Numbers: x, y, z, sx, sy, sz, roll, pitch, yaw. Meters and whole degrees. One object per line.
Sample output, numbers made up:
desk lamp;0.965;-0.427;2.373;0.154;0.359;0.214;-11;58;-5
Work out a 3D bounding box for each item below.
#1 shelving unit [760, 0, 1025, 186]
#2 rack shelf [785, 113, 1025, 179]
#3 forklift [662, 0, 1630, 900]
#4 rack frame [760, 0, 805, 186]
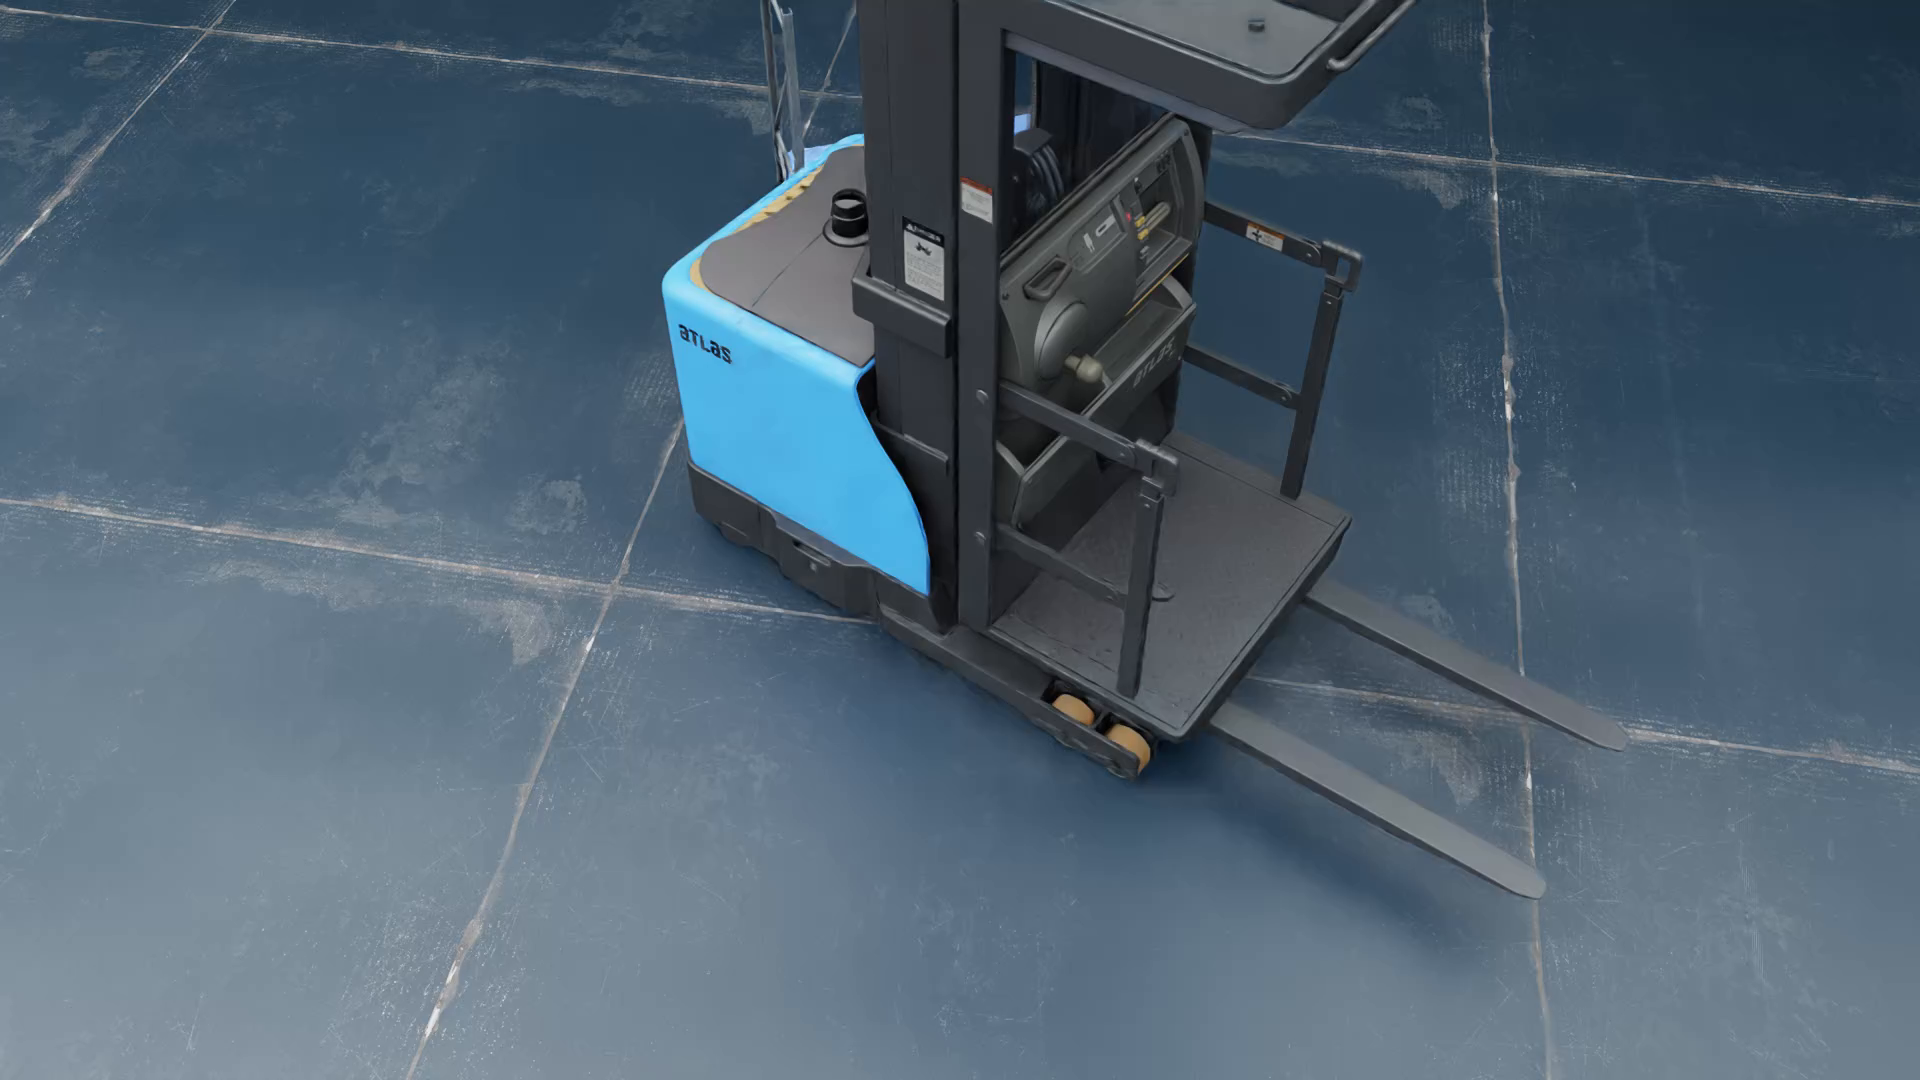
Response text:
shelving unit;-0.116;-1.425;6.022;1.048;1.500;0.538;-12;49;-10
rack shelf;-0.116;-1.305;6.156;1.000;0.185;0.538;-12;49;-10
forklift;0.566;-0.706;4.414;3.031;2.935;1.130;28;54;23
rack frame;-0.606;-1.324;5.931;0.032;1.500;0.500;-12;49;-10
